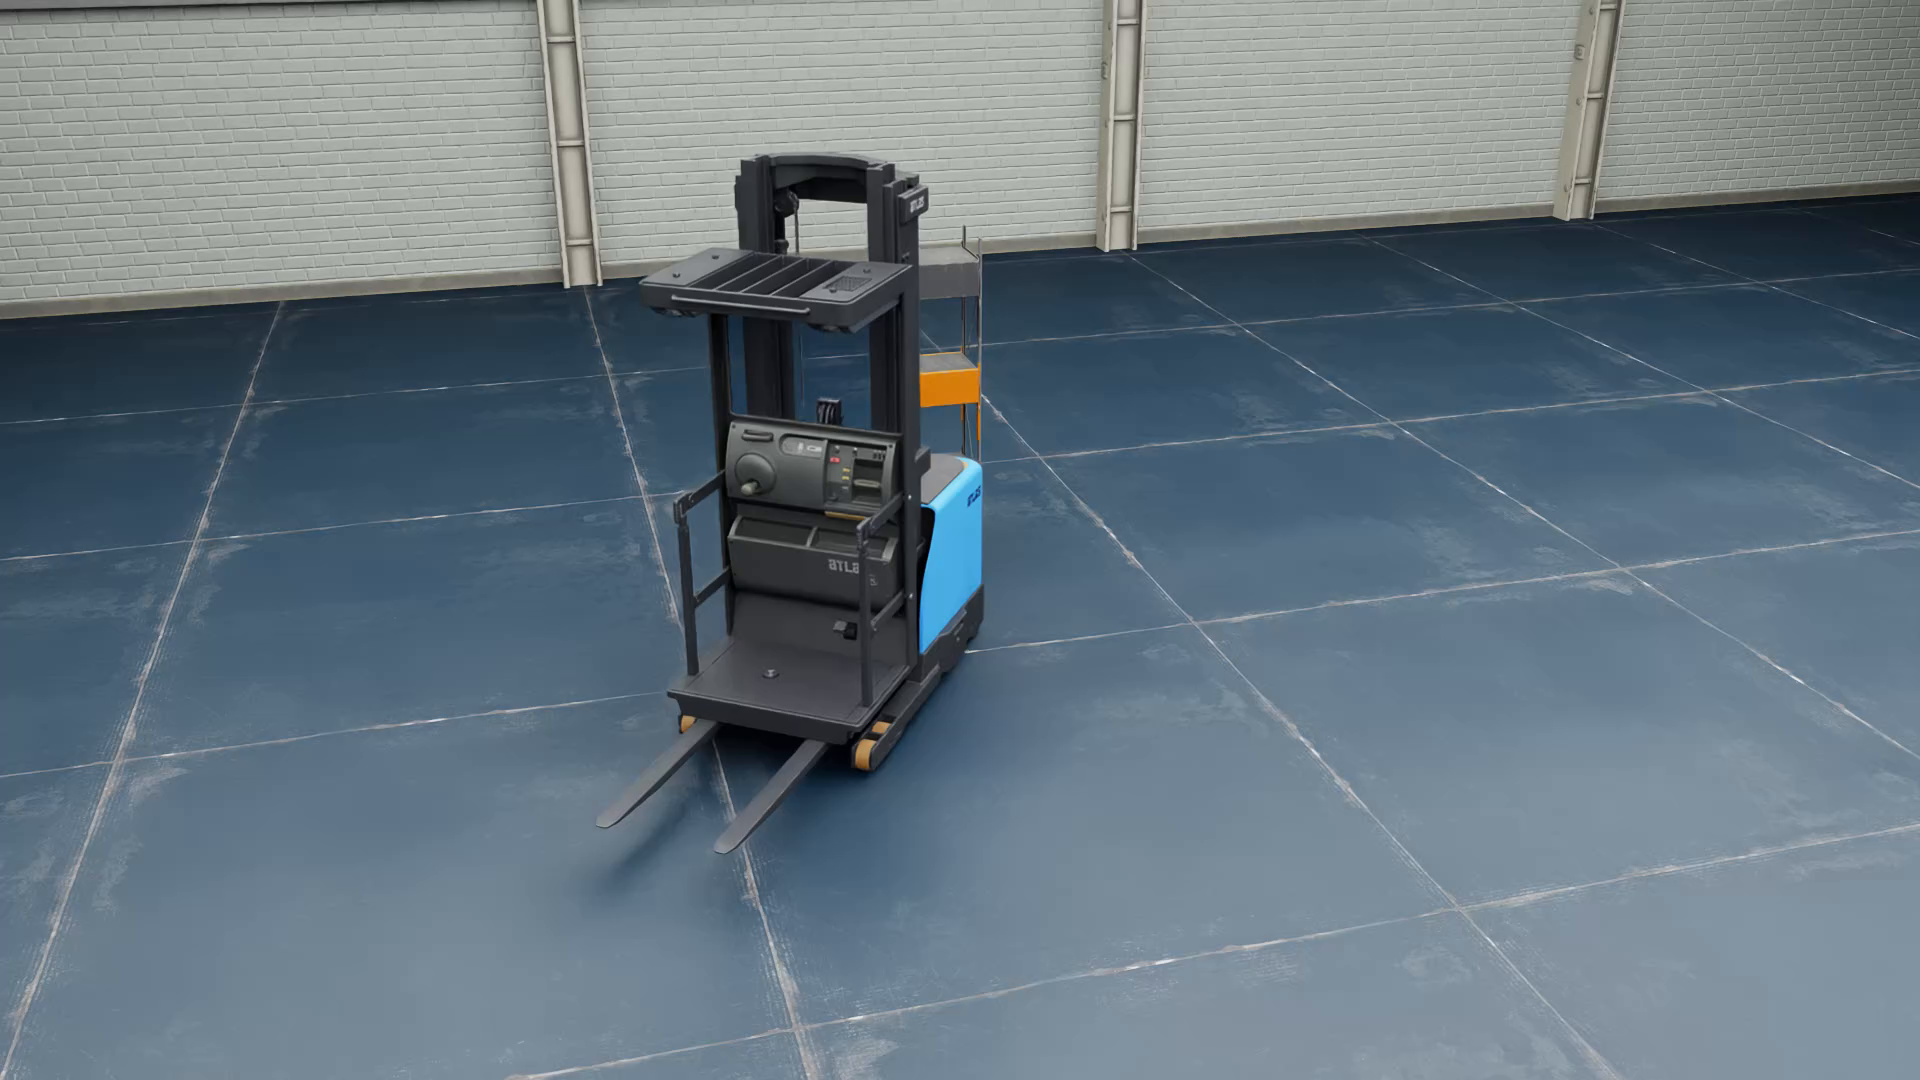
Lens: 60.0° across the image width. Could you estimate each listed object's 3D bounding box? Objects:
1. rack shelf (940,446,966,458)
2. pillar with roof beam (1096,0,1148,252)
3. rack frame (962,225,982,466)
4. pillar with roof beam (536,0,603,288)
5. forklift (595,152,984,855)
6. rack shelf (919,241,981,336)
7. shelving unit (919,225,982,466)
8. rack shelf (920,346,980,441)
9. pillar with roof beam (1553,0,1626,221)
[{"bbox_3d":[-0.159,-0.291,11.076,0.480,0.518,0.431,-6,24,-14],"label":"rack shelf"},{"bbox_3d":[2.953,-5.852,13.476,0.400,9.000,9.100,-6,24,-14],"label":"pillar with roof beam"},{"bbox_3d":[0.076,-0.973,10.855,0.015,2.100,0.400,-6,24,-14],"label":"rack frame"},{"bbox_3d":[-2.824,-5.213,11.987,0.400,9.000,9.100,-6,24,-14],"label":"pillar with roof beam"},{"bbox_3d":[-0.841,-0.347,8.341,1.130,2.935,3.031,8,25,18],"label":"forklift"},{"bbox_3d":[-0.159,-1.578,10.524,0.480,0.518,0.431,-6,24,-14],"label":"rack shelf"},{"bbox_3d":[-0.159,-0.947,10.795,0.503,2.100,0.431,-6,24,-14],"label":"shelving unit"},{"bbox_3d":[-0.159,-0.935,10.800,0.480,0.518,0.431,-6,24,-14],"label":"rack shelf"},{"bbox_3d":[8.730,-6.491,14.966,0.400,9.000,9.100,-6,24,-14],"label":"pillar with roof beam"}]
